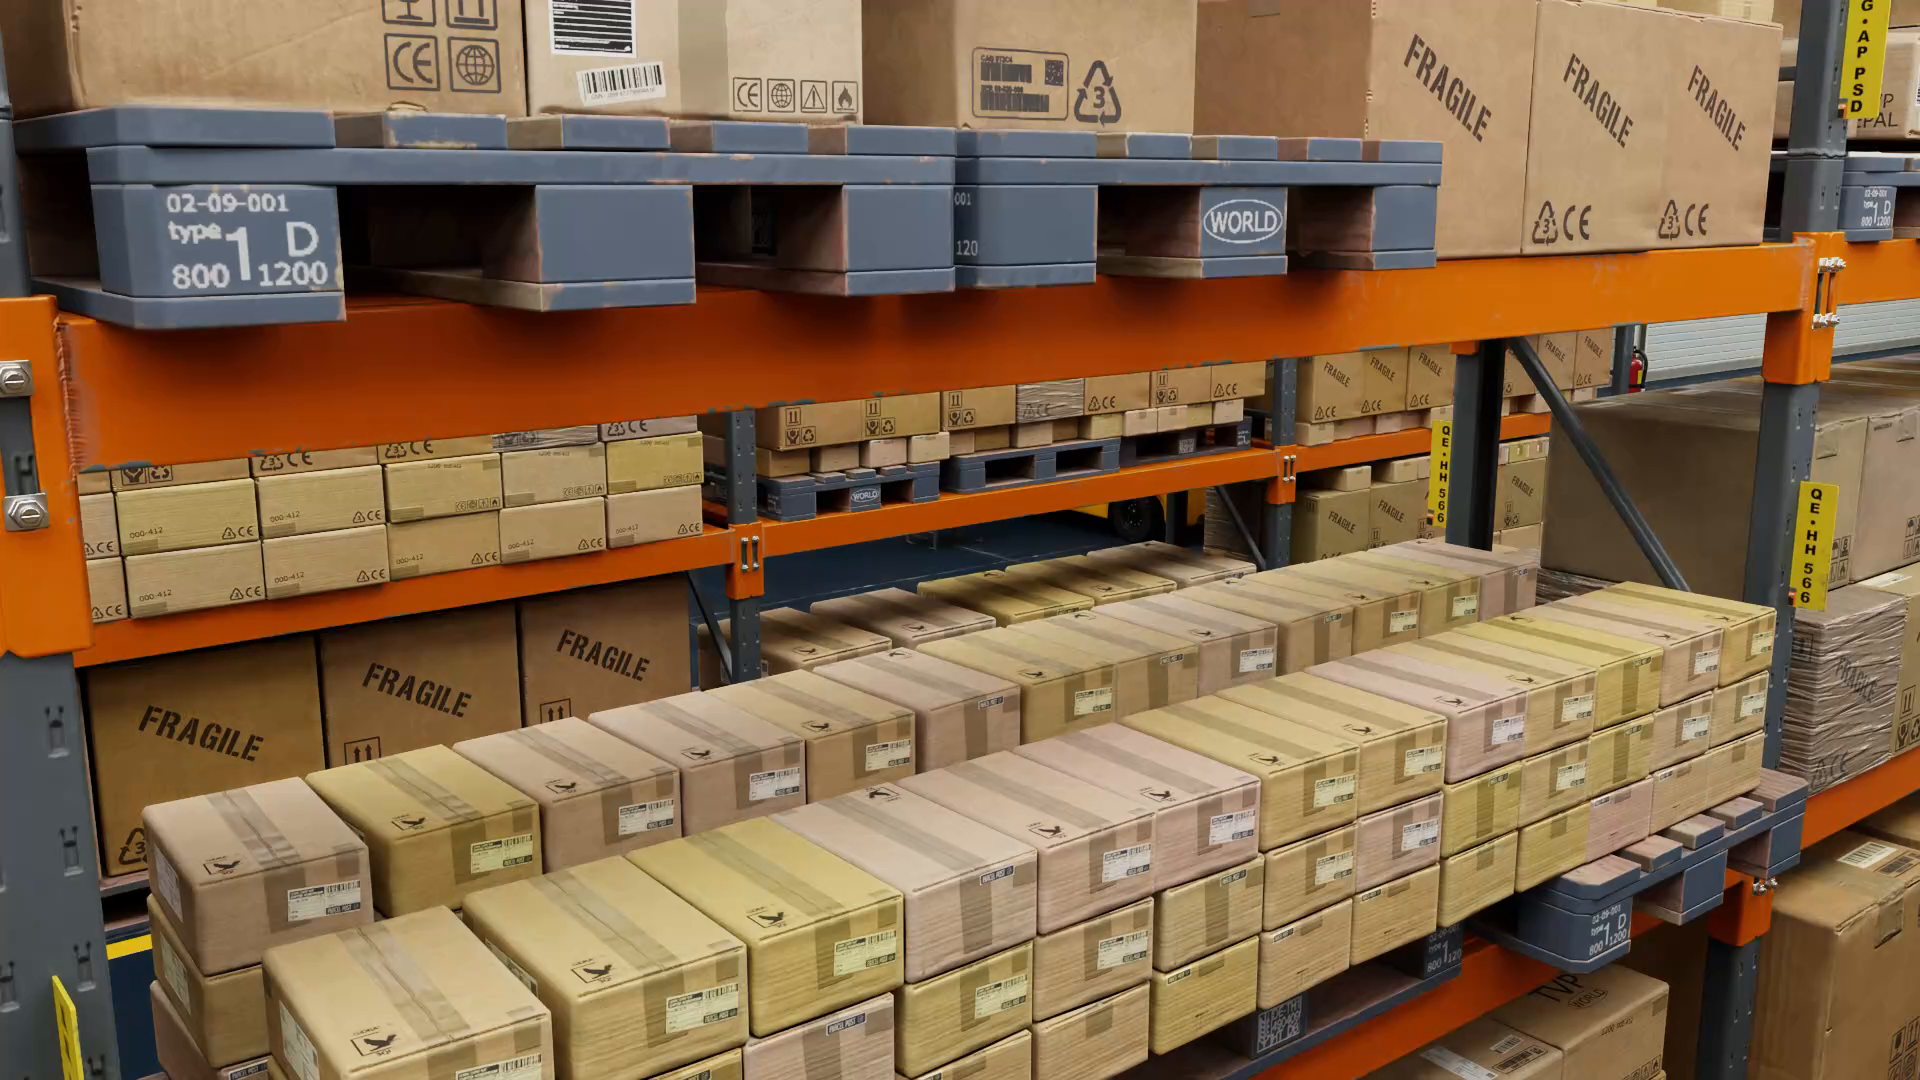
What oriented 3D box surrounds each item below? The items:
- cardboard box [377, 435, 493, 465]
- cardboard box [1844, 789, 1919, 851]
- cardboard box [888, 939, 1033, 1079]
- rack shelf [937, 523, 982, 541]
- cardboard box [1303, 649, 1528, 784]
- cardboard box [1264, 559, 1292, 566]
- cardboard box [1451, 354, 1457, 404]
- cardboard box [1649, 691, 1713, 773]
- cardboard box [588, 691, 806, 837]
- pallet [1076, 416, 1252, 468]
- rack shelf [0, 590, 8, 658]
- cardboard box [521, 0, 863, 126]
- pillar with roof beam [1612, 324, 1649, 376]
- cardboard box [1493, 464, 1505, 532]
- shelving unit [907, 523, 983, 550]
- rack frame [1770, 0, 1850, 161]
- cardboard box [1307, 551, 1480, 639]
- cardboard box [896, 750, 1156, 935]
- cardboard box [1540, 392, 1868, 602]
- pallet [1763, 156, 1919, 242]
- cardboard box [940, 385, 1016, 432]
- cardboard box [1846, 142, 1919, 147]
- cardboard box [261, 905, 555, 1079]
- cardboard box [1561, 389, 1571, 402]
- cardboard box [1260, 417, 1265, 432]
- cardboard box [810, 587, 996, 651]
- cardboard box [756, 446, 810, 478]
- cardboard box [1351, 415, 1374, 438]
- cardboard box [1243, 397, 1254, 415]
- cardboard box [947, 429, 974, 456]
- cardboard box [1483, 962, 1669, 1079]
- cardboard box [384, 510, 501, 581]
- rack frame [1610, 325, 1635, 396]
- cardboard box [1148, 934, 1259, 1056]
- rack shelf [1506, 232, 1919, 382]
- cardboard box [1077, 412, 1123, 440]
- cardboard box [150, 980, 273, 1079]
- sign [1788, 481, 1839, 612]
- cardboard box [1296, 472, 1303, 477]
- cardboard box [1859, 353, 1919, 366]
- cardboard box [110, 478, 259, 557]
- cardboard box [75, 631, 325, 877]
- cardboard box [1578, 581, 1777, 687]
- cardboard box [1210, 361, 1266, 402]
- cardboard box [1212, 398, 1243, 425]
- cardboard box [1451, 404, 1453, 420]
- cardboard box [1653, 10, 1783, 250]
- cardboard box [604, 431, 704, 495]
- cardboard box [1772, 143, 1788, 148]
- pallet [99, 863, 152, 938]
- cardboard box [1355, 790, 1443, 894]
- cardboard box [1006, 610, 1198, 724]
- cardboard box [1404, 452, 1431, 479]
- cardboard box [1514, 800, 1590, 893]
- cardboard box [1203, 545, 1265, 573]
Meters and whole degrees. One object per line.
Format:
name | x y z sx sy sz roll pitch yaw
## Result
cardboard box | -2.378 -0.629 7.224 0.500 0.500 0.500 -9 15 -38
cardboard box | 3.033 1.174 5.783 0.750 0.750 1.050 -9 15 -37
cardboard box | -0.103 0.671 2.627 0.250 0.149 0.380 -10 16 -40
rack shelf | -0.129 -0.308 13.958 0.480 0.518 0.431 -9 15 -38
cardboard box | 0.924 0.354 3.403 0.250 0.149 0.380 -9 15 -38
cardboard box | 2.402 0.256 11.313 0.500 0.250 0.500 -10 16 -40
cardboard box | 3.450 -1.258 11.876 0.500 0.500 0.500 -9 15 -37
cardboard box | 1.512 0.402 3.890 0.250 0.149 0.380 -9 15 -36
cardboard box | -0.494 0.417 3.105 0.250 0.149 0.380 -9 15 -38
pallet | 1.085 -0.682 10.580 1.213 0.211 1.003 -9 15 -38
rack shelf | -2.865 0.121 0.849 4.000 0.370 1.077 -9 15 -38
cardboard box | -0.484 -0.733 2.340 0.500 0.311 0.500 -10 15 -38
pillar with roof beam | 12.745 -6.024 20.834 0.400 9.000 9.100 -9 15 -38
cardboard box | 3.630 -0.319 12.211 0.500 0.500 0.500 -10 15 -39
shelving unit | -0.129 -1.006 13.810 0.503 2.100 0.431 -9 15 -38
rack frame | 1.821 -2.477 4.130 0.127 3.000 1.000 -9 15 -38
cardboard box | 1.131 0.148 4.373 0.250 0.149 0.380 -10 16 -39
cardboard box | 0.104 0.491 2.756 0.250 0.149 0.380 -10 15 -38
cardboard box | 2.177 -0.137 4.905 0.500 0.500 0.700 -10 15 -38
pallet | 2.290 -1.010 4.895 1.003 0.211 1.213 -9 15 -35
cardboard box | -0.042 -0.892 9.139 0.500 0.500 0.500 -9 15 -37
cardboard box | 2.914 -1.314 4.983 0.500 0.250 0.500 -9 15 -36
cardboard box | -0.708 0.626 2.118 0.250 0.149 0.380 -8 15 -35
cardboard box | 4.396 -1.084 12.615 0.250 0.149 0.380 -10 15 -39
cardboard box | 2.024 -0.853 11.529 0.250 0.149 0.380 -9 15 -36
cardboard box | -0.332 0.579 9.496 0.625 0.372 0.950 -10 15 -39
cardboard box | -0.981 -0.427 8.511 0.250 0.149 0.380 -11 16 -41
cardboard box | 2.572 -0.798 11.269 0.250 0.149 0.380 -10 15 -38
cardboard box | 1.964 -1.144 11.337 0.500 0.500 0.500 -10 16 -39
cardboard box | -0.129 -0.562 9.149 0.250 0.149 0.380 -8 15 -34
cardboard box | 1.450 1.239 4.273 0.500 0.250 0.500 -10 15 -39
cardboard box | -2.376 -0.020 7.361 0.500 0.250 0.500 -10 15 -38
rack frame | 4.896 -1.370 13.361 0.127 3.000 1.000 -9 15 -38
cardboard box | 0.308 0.747 2.982 0.250 0.149 0.380 -10 15 -39
rack shelf | 3.382 -0.917 5.738 4.000 0.370 1.077 -9 15 -38
cardboard box | 0.738 -0.692 9.761 0.250 0.149 0.380 -9 15 -38
cardboard box | -1.116 0.810 2.685 0.250 0.149 0.380 -10 15 -39
sign | 2.167 0.017 4.232 0.005 0.325 0.100 -9 15 -38
cardboard box | 2.463 -0.265 11.959 0.500 0.500 0.500 -9 15 -37
cardboard box | 3.765 -0.402 6.151 0.500 0.500 0.700 -9 15 -37
cardboard box | -3.154 -0.129 6.673 0.500 0.250 0.500 -9 15 -37
cardboard box | -3.339 0.809 7.203 0.875 0.875 0.875 -9 15 -36
cardboard box | 1.724 0.222 4.024 0.250 0.149 0.380 -10 16 -40
cardboard box | 1.555 -1.154 10.374 0.500 0.500 0.500 -10 15 -39
cardboard box | 1.544 -0.822 10.373 0.250 0.149 0.380 -9 15 -37
cardboard box | 3.403 -0.919 11.840 0.250 0.149 0.380 -10 15 -38
cardboard box | 1.533 -0.943 3.888 0.500 0.500 0.500 -9 15 -38
cardboard box | -1.570 -0.399 7.946 0.500 0.250 0.500 -10 15 -38
cardboard box | 2.449 -1.405 5.264 0.500 0.311 0.500 -9 15 -38
pallet | -3.919 1.438 6.846 1.213 0.211 1.003 -9 15 -38
cardboard box | 0.713 0.535 3.265 0.250 0.149 0.380 -9 15 -36
cardboard box | 0.313 0.283 3.735 0.250 0.149 0.380 -9 15 -36
cardboard box | 3.146 -0.537 11.680 0.250 0.149 0.380 -8 15 -34
cardboard box | 1.130 0.611 3.625 0.250 0.149 0.380 -10 15 -38
cardboard box | 2.067 0.168 11.725 0.500 0.250 0.500 -9 15 -35
